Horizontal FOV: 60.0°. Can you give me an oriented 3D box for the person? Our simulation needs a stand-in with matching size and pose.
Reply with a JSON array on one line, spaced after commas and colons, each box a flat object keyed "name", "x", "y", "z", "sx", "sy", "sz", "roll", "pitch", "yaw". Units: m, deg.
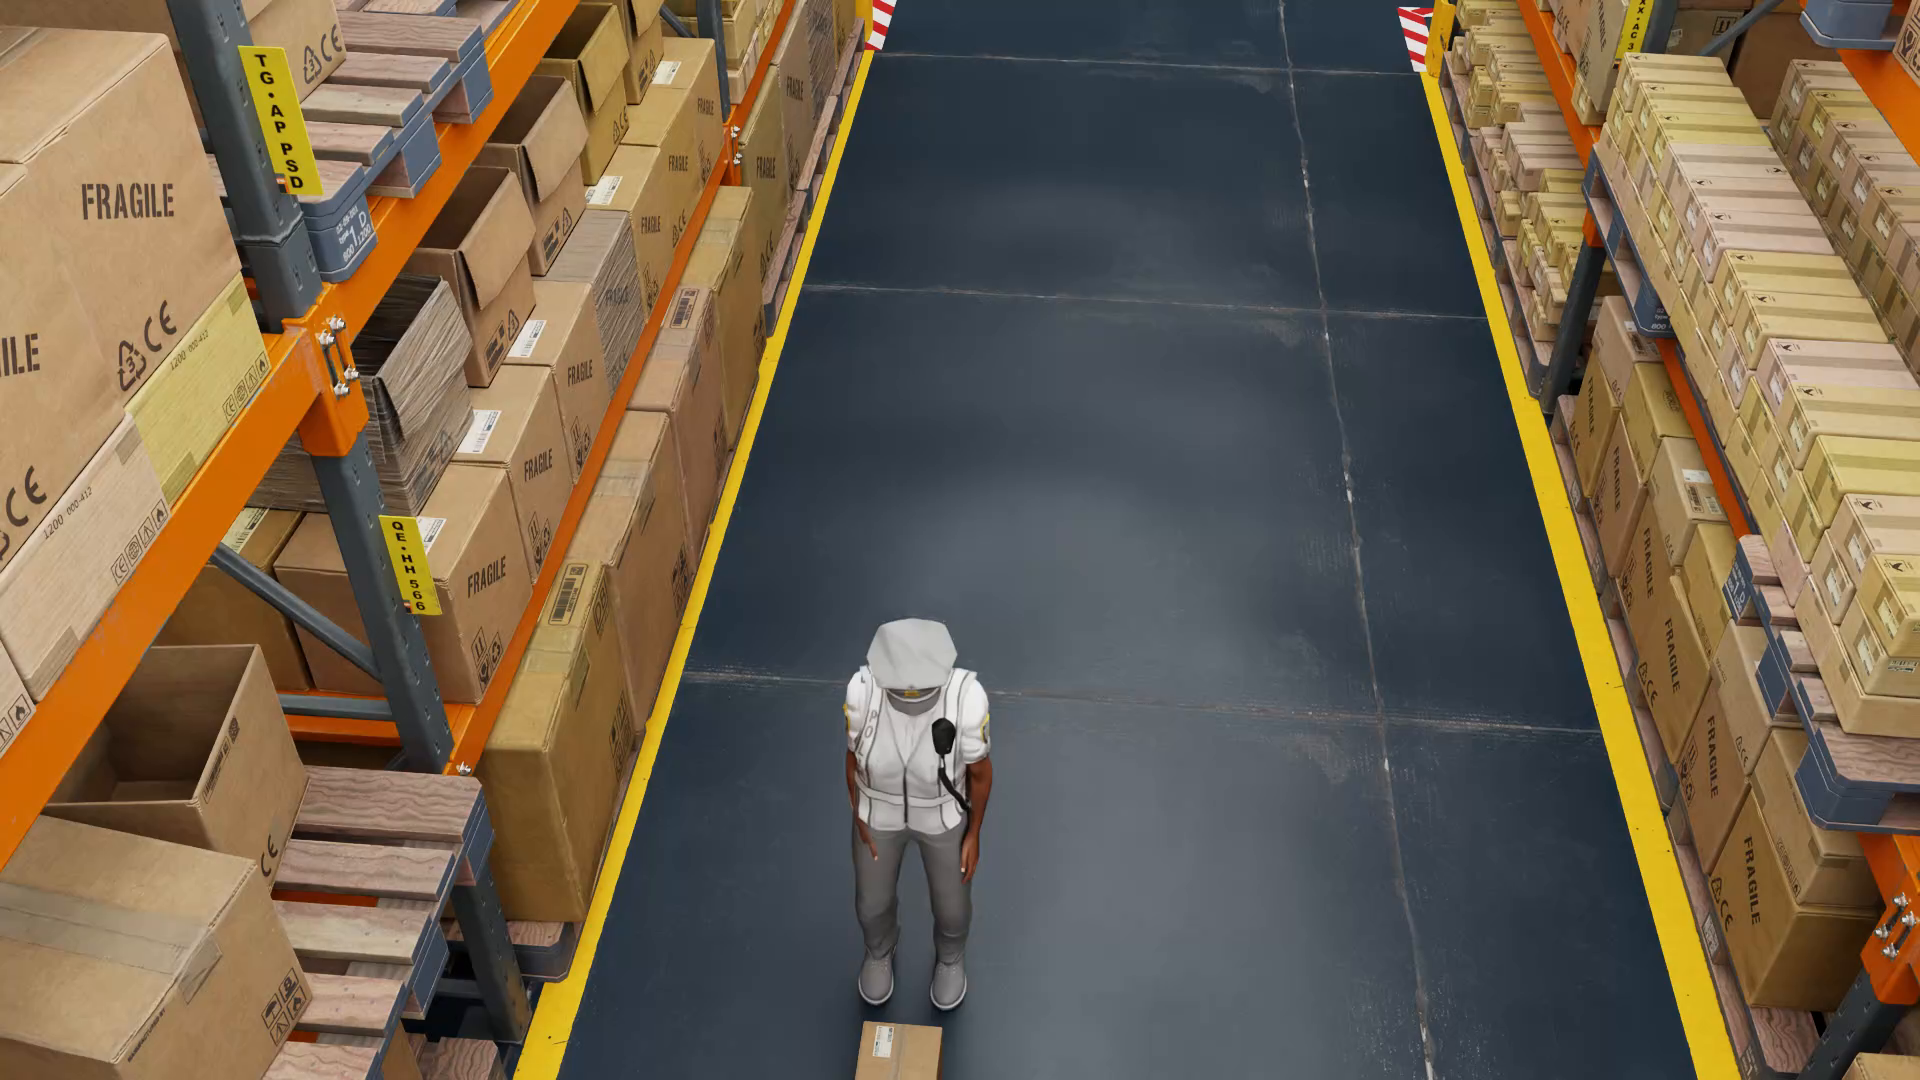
[{"name": "person", "x": -0.126, "y": 0.867, "z": 5.161, "sx": 0.448, "sy": 1.641, "sz": 0.394, "roll": 4, "pitch": 40, "yaw": 5}]
